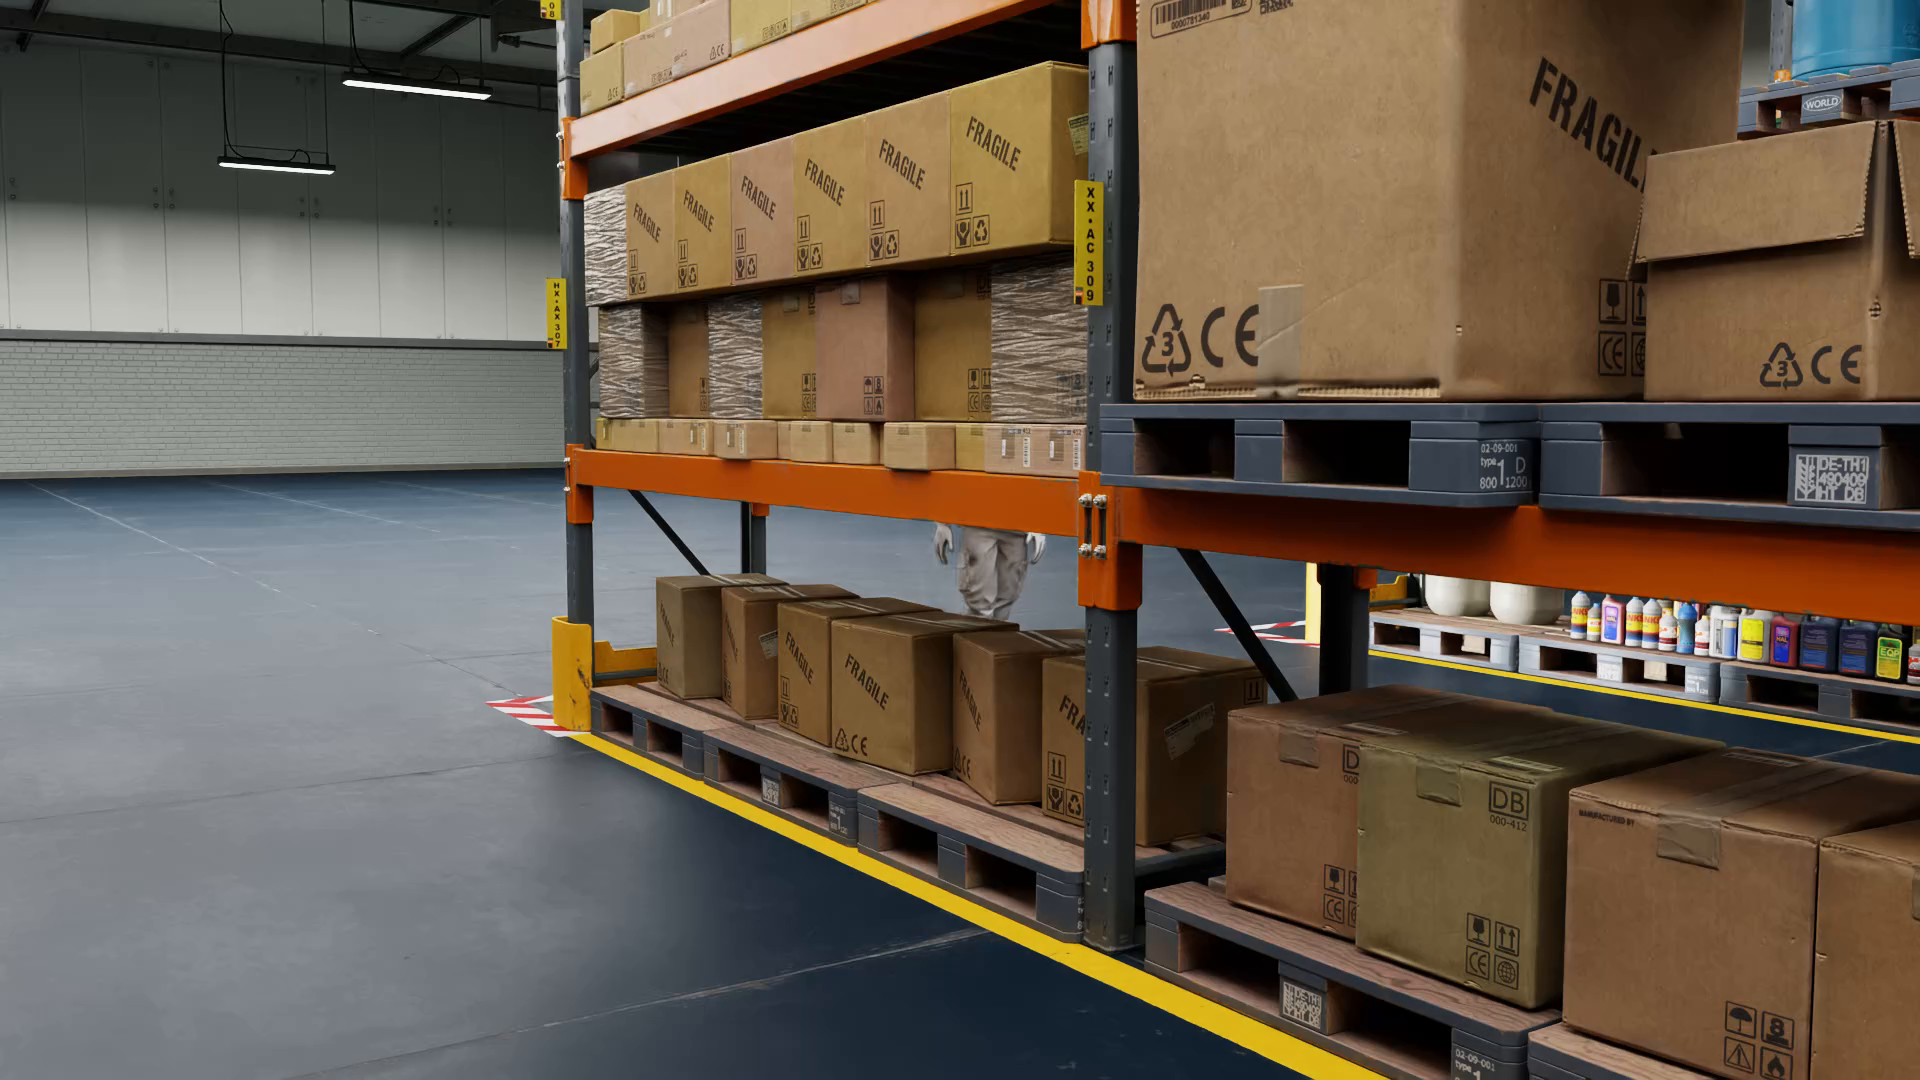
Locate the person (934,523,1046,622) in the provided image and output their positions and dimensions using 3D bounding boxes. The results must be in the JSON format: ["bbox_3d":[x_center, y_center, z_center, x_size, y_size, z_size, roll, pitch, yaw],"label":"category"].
[{"bbox_3d":[0.166,-0.043,8.183,0.586,1.778,0.586,0,5,-5],"label":"person"}]
